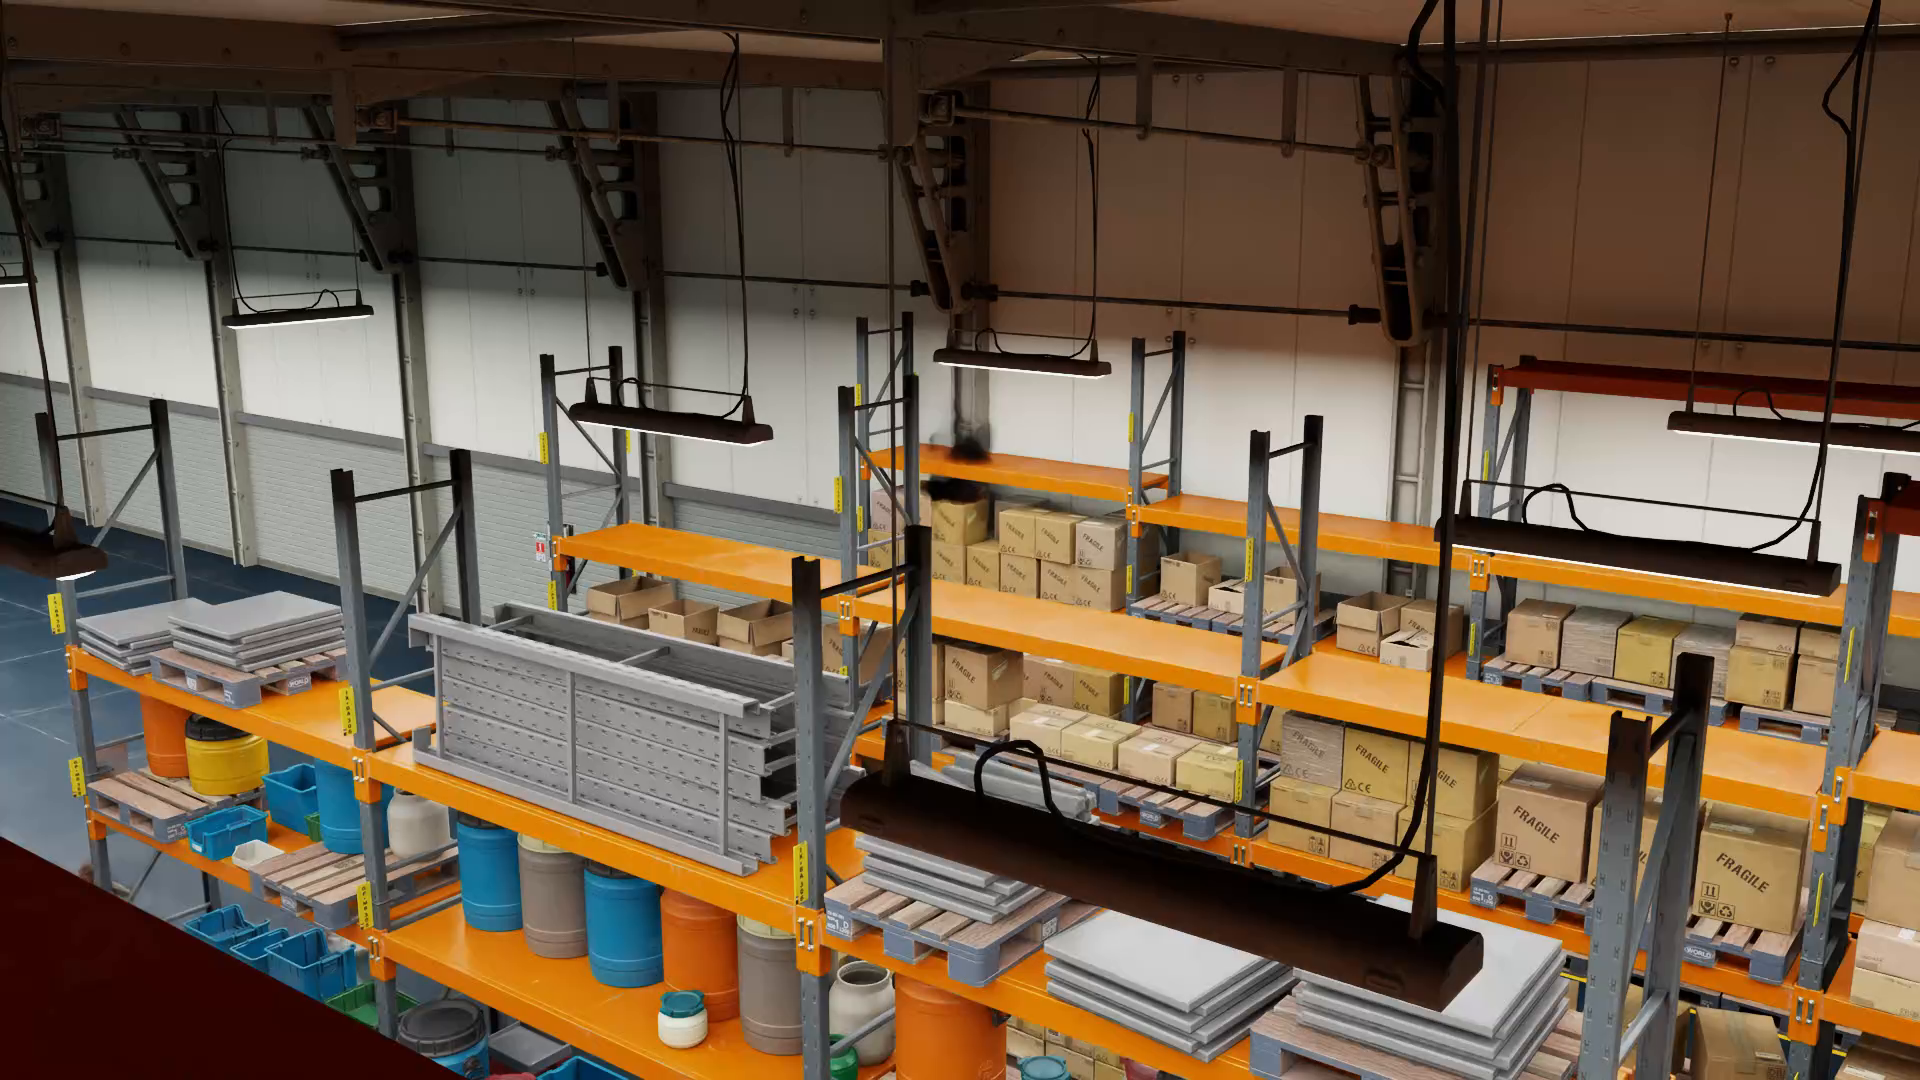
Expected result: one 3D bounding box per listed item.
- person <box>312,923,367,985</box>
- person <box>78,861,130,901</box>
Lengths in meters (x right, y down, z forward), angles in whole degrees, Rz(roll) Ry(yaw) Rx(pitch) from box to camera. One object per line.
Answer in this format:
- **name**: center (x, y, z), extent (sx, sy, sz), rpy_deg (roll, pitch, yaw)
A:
- **person**: center (-5.680, 3.739, 15.303), extent (0.636, 1.795, 0.639), rpy_deg (7, 15, 28)
- **person**: center (-7.982, 3.765, 15.546), extent (0.647, 1.657, 0.566), rpy_deg (-2, 13, -9)
